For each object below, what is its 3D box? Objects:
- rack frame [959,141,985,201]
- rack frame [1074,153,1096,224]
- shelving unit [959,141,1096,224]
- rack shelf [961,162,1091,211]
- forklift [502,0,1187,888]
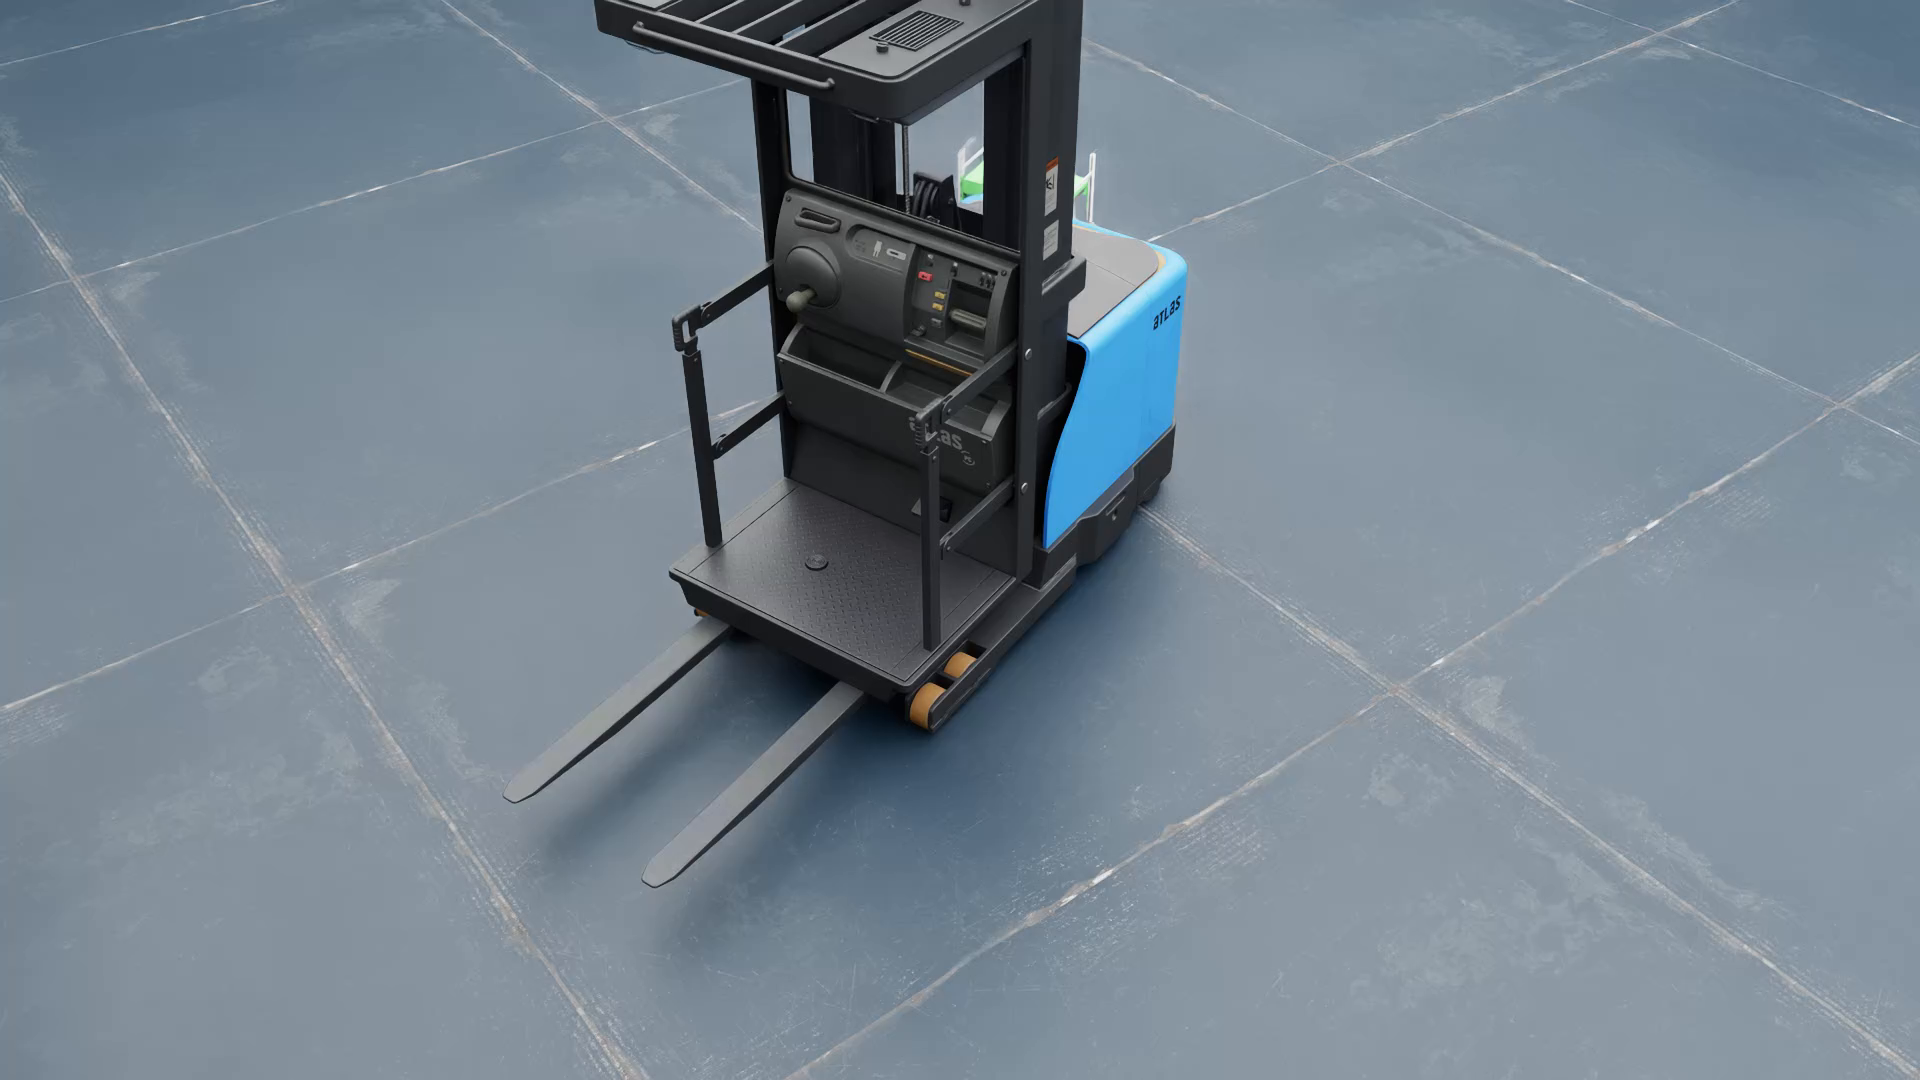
[{"bbox_3d":[0.063,-1.196,7.261,0.015,1.200,0.240,19,44,22],"label":"rack frame"},{"bbox_3d":[0.490,-1.046,7.078,0.015,1.200,0.240,19,44,22],"label":"rack frame"},{"bbox_3d":[0.277,-1.121,7.169,0.503,1.200,0.258,19,44,22],"label":"shelving unit"},{"bbox_3d":[0.275,-1.441,6.903,0.480,0.148,0.258,19,44,22],"label":"rack shelf"},{"bbox_3d":[-0.355,-0.805,5.420,1.130,2.935,3.031,23,45,26],"label":"forklift"}]
